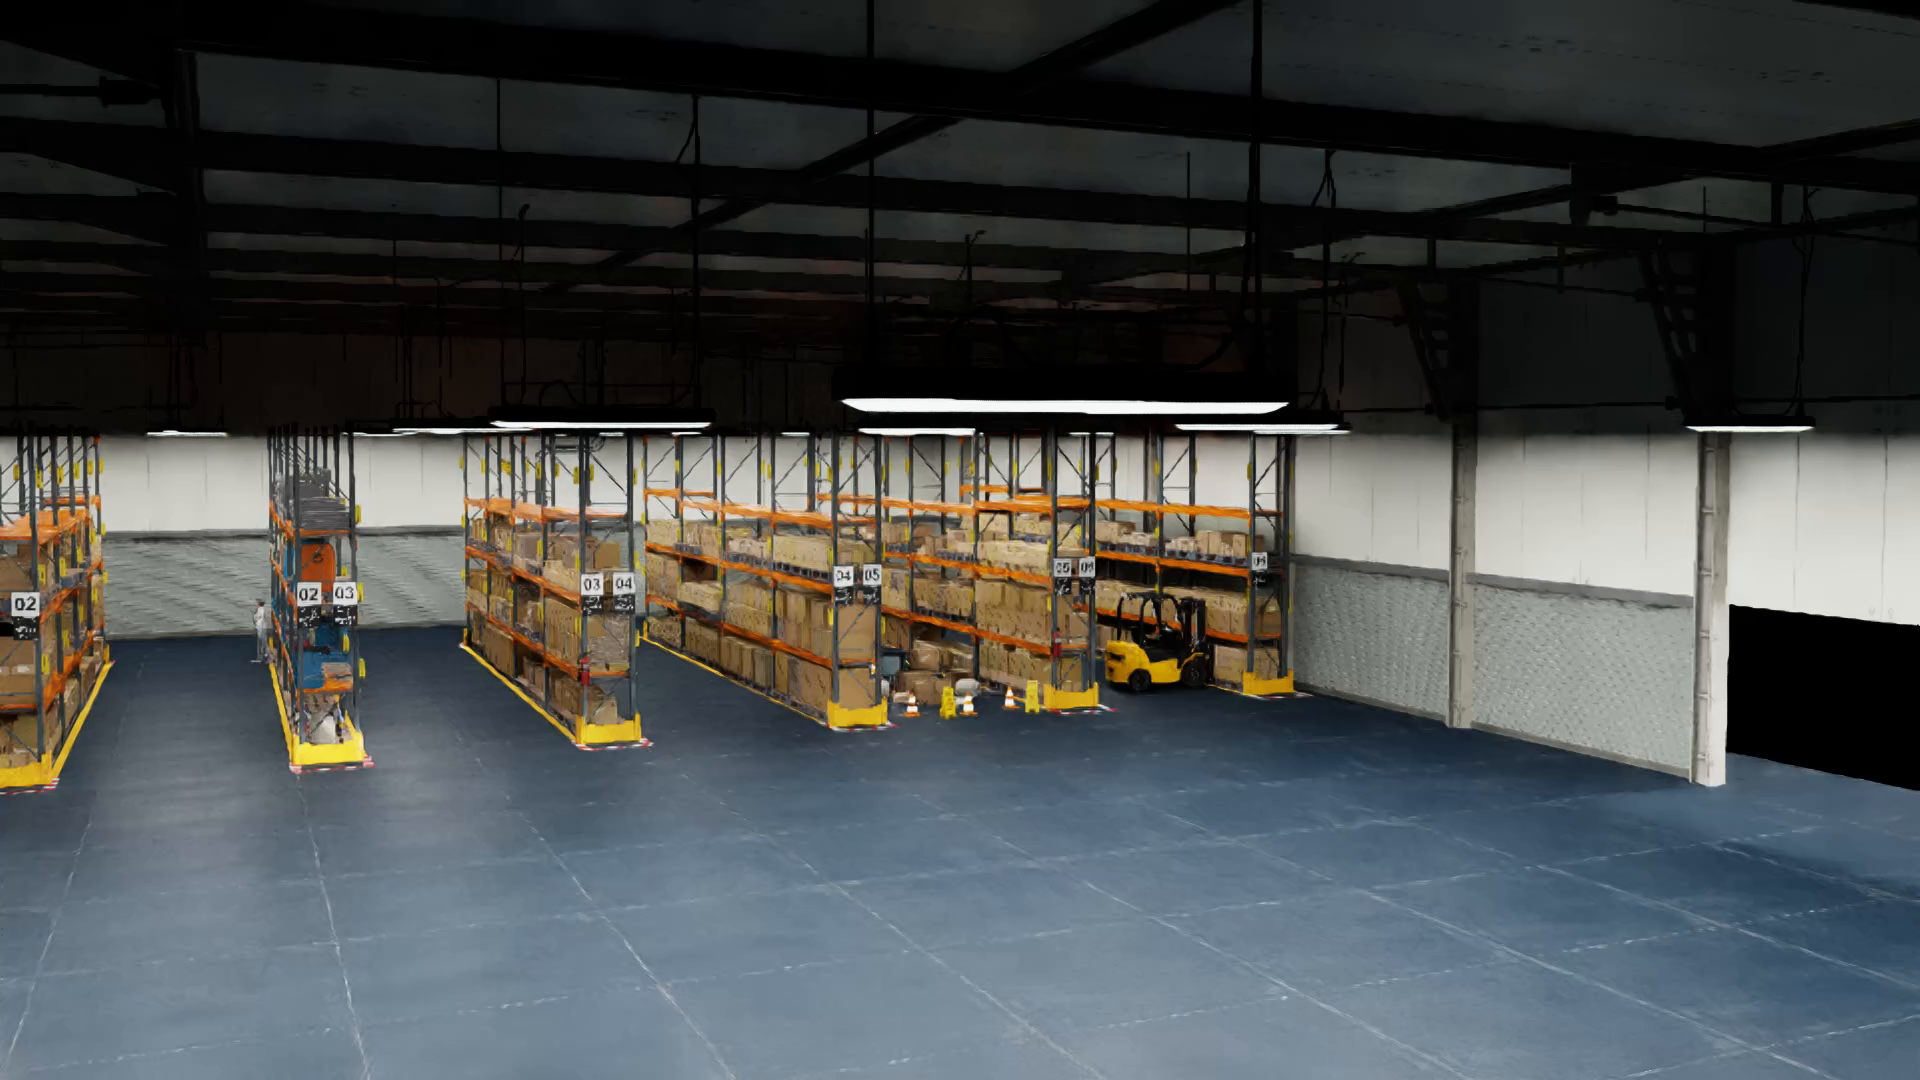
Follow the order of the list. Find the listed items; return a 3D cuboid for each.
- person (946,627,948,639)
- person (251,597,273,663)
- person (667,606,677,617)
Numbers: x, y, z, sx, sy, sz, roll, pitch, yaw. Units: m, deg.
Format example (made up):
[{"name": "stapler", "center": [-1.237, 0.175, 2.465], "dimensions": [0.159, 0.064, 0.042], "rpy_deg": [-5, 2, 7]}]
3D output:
[{"name": "person", "center": [-0.447, 2.029, 45.751], "dimensions": [0.632, 1.768, 0.452], "rpy_deg": [2, 4, 35]}, {"name": "person", "center": [-17.838, 2.291, 42.443], "dimensions": [0.561, 1.665, 0.653], "rpy_deg": [-1, 4, -19]}, {"name": "person", "center": [-8.777, 1.735, 50.892], "dimensions": [0.624, 1.768, 0.597], "rpy_deg": [1, 4, 11]}]
